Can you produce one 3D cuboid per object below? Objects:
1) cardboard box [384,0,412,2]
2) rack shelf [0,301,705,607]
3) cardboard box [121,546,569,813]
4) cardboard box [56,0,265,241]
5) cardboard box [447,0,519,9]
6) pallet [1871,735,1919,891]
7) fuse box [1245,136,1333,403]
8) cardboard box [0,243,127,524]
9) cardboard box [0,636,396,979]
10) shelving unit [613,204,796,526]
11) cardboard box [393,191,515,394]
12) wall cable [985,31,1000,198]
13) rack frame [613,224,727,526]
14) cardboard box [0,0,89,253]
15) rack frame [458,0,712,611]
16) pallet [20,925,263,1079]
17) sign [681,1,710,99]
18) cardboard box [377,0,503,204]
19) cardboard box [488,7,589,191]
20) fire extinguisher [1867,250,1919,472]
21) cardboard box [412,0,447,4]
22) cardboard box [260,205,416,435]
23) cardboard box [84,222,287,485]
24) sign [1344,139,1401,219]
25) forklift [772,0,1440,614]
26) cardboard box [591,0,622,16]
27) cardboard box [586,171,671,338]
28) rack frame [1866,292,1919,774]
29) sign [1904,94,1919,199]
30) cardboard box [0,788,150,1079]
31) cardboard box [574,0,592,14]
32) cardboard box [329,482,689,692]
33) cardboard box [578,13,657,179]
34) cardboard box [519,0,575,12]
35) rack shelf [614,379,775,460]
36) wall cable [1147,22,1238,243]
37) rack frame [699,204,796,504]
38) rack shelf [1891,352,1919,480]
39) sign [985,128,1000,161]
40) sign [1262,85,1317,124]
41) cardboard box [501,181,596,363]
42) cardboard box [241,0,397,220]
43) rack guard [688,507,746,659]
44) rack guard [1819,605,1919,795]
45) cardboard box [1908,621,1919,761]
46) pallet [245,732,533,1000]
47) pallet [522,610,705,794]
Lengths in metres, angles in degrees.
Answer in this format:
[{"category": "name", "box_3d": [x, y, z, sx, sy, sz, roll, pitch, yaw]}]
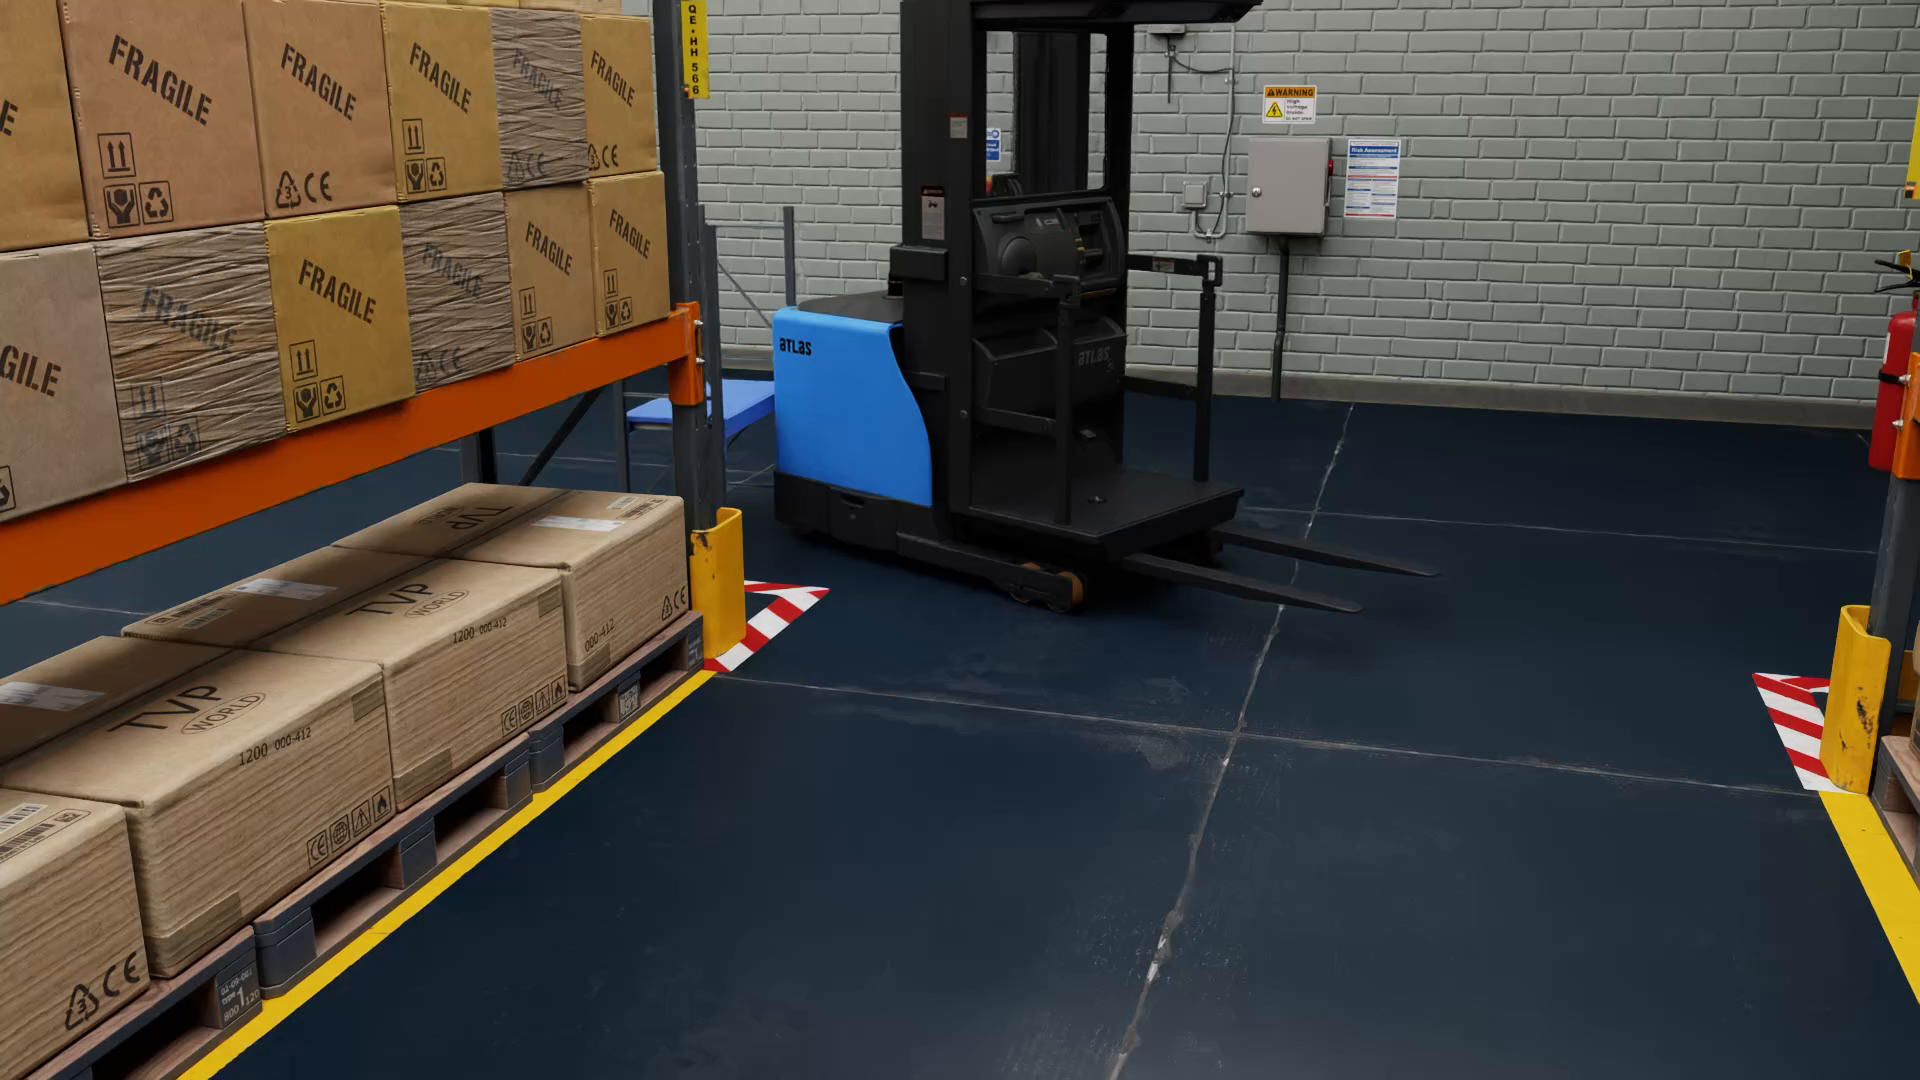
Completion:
[{"category": "cardboard box", "box_3d": [-1.657, -1.468, 4.303, 0.380, 0.149, 0.250, 5, 17, 17]}, {"category": "rack shelf", "box_3d": [-2.005, -0.205, 4.372, 1.077, 0.370, 4.000, 5, 16, 16]}, {"category": "cardboard box", "box_3d": [-1.781, 0.377, 4.929, 0.875, 0.438, 0.875, 5, 17, 17]}, {"category": "cardboard box", "box_3d": [-1.900, -0.927, 3.586, 0.500, 0.500, 0.500, 5, 17, 17]}, {"category": "cardboard box", "box_3d": [-1.500, -1.601, 4.772, 0.380, 0.149, 0.250, 5, 17, 17]}, {"category": "pallet", "box_3d": [3.076, 0.880, 4.340, 1.003, 0.211, 1.213, 5, 16, 16]}, {"category": "fuse box", "box_3d": [2.116, -1.730, 10.793, 0.539, 1.711, 0.414, 5, 16, 16]}, {"category": "cardboard box", "box_3d": [-2.042, -0.309, 3.240, 0.500, 0.500, 0.500, 5, 17, 16]}, {"category": "cardboard box", "box_3d": [-2.039, 0.613, 4.097, 0.875, 0.438, 0.875, 4, 16, 14]}, {"category": "shelving unit", "box_3d": [-1.164, -0.762, 7.766, 0.538, 1.500, 1.048, 4, 16, 13]}, {"category": "cardboard box", "box_3d": [-1.614, -0.710, 4.652, 0.500, 0.500, 0.500, 5, 17, 17]}, {"category": "wall cable", "box_3d": [0.143, -3.055, 11.183, 0.585, 1.953, 0.123, 5, 16, 16]}, {"category": "rack frame", "box_3d": [-1.281, -0.627, 7.290, 0.500, 1.500, 0.032, 4, 16, 13]}, {"category": "cardboard box", "box_3d": [-2.057, -0.794, 3.116, 0.500, 0.500, 0.500, 4, 16, 15]}, {"category": "rack frame", "box_3d": [-1.437, -1.074, 6.119, 1.000, 3.000, 0.127, 5, 16, 16]}, {"category": "pallet", "box_3d": [-2.283, 1.121, 3.490, 1.003, 0.211, 1.213, 5, 16, 16]}, {"category": "sign", "box_3d": [-0.921, -1.699, 5.767, 0.100, 0.325, 0.005, 5, 16, 16]}, {"category": "cardboard box", "box_3d": [-1.610, -1.190, 4.514, 0.500, 0.500, 0.500, 5, 16, 16]}, {"category": "cardboard box", "box_3d": [-1.466, -1.320, 4.969, 0.500, 0.500, 0.500, 5, 16, 16]}, {"category": "fire extinguisher", "box_3d": [2.922, -0.548, 5.089, 0.296, 0.674, 0.183, 5, 16, 16]}, {"category": "cardboard box", "box_3d": [-1.642, -1.538, 4.550, 0.380, 0.149, 0.250, 4, 16, 15]}, {"category": "cardboard box", "box_3d": [-1.748, -0.574, 4.172, 0.500, 0.500, 0.500, 5, 17, 18]}, {"category": "cardboard box", "box_3d": [-1.895, -0.439, 3.697, 0.500, 0.500, 0.500, 5, 17, 16]}, {"category": "sign", "box_3d": [2.648, -2.320, 10.686, 0.329, 0.494, 0.001, 5, 16, 16]}, {"category": "forklift", "box_3d": [0.548, -1.275, 6.954, 3.031, 2.935, 1.130, 14, 21, 40]}, {"category": "cardboard box", "box_3d": [-1.347, -1.806, 5.495, 0.380, 0.149, 0.250, 5, 17, 17]}, {"category": "cardboard box", "box_3d": [-1.320, -0.975, 5.588, 0.500, 0.500, 0.500, 5, 17, 16]}, {"category": "rack frame", "box_3d": [3.323, -0.690, 4.765, 1.000, 3.000, 0.127, 5, 16, 16]}, {"category": "sign", "box_3d": [2.803, -1.149, 4.795, 0.100, 0.325, 0.005, 5, 16, 16]}, {"category": "cardboard box", "box_3d": [-2.292, 0.847, 3.271, 0.875, 0.438, 0.875, 4, 16, 15]}, {"category": "cardboard box", "box_3d": [-1.396, -1.738, 5.254, 0.380, 0.149, 0.250, 5, 17, 17]}, {"category": "cardboard box", "box_3d": [-1.529, 0.137, 5.775, 0.875, 0.438, 0.875, 4, 16, 14]}, {"category": "cardboard box", "box_3d": [-1.346, -1.459, 5.459, 0.500, 0.500, 0.500, 5, 17, 18]}, {"category": "cardboard box", "box_3d": [-1.389, -1.663, 4.993, 0.380, 0.149, 0.250, 4, 16, 15]}, {"category": "rack shelf", "box_3d": [-1.164, -0.589, 7.815, 0.538, 0.185, 1.000, 4, 16, 13]}, {"category": "wall cable", "box_3d": [1.506, -2.933, 10.811, 0.588, 1.984, 0.122, 5, 16, 16]}, {"category": "rack frame", "box_3d": [-1.047, -0.897, 8.242, 0.500, 1.500, 0.032, 4, 16, 13]}, {"category": "rack shelf", "box_3d": [2.755, 0.179, 3.019, 1.077, 0.370, 4.000, 5, 16, 16]}, {"category": "sign", "box_3d": [0.114, -2.701, 11.359, 0.327, 0.218, 0.001, 5, 16, 16]}, {"category": "sign", "box_3d": [2.121, -2.806, 10.711, 0.339, 0.242, 0.001, 5, 16, 16]}, {"category": "cardboard box", "box_3d": [-1.477, -0.845, 5.129, 0.500, 0.500, 0.500, 4, 16, 15]}, {"category": "cardboard box", "box_3d": [-1.755, -1.059, 4.050, 0.500, 0.500, 0.500, 5, 16, 15]}, {"category": "rack guard", "box_3d": [-1.430, 0.122, 6.482, 1.175, 0.500, 0.348, 5, 16, 16]}, {"category": "rack guard", "box_3d": [3.301, 0.532, 5.036, 1.175, 0.500, 0.348, 5, 16, 16]}, {"category": "cardboard box", "box_3d": [3.058, 0.462, 4.510, 0.797, 0.503, 0.637, 4, 16, 14]}, {"category": "pallet", "box_3d": [-1.938, 0.801, 4.619, 1.003, 0.211, 1.213, 5, 16, 16]}, {"category": "pallet", "box_3d": [-1.589, 0.483, 5.741, 1.003, 0.211, 1.213, 5, 16, 16]}]
